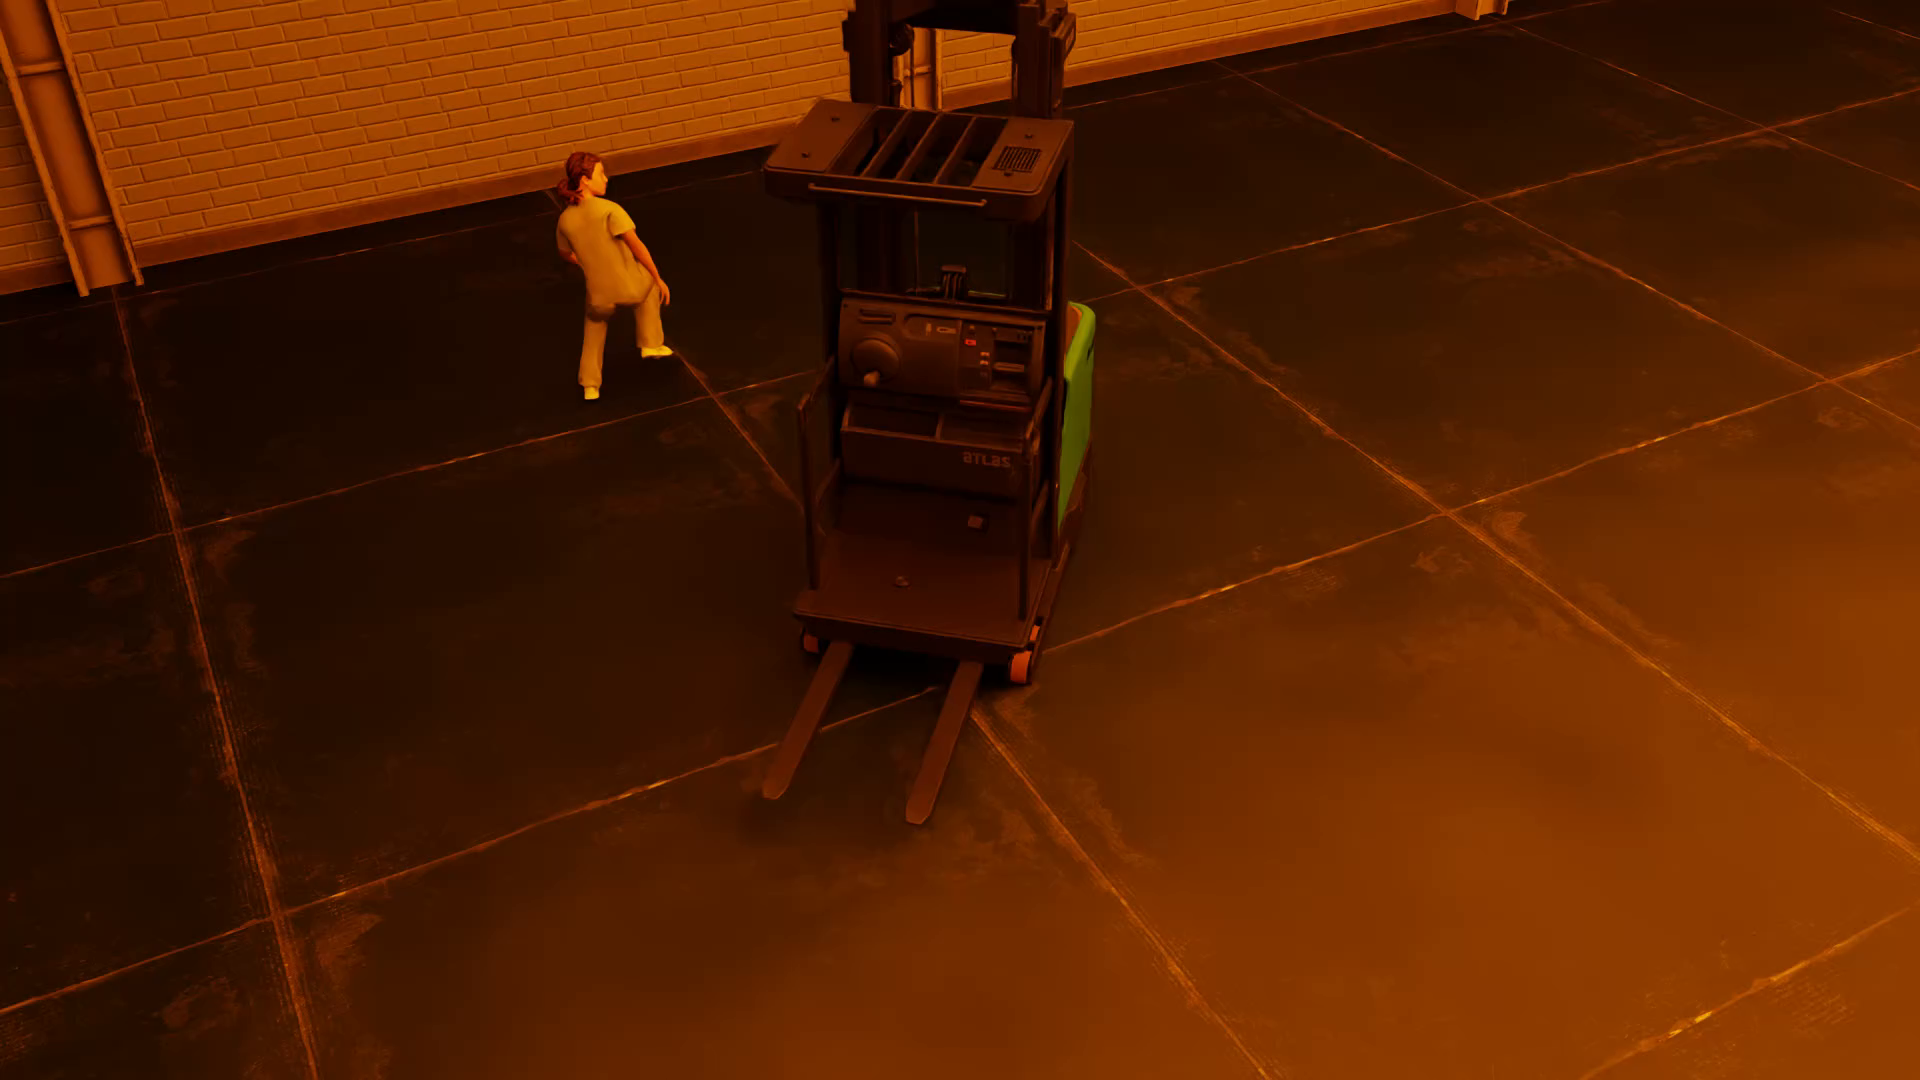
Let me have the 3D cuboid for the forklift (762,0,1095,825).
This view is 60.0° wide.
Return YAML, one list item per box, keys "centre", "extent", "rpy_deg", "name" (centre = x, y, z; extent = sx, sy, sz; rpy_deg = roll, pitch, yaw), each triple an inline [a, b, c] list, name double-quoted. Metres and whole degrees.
- centre: [-0.133, -0.768, 7.210]
  extent: [1.130, 2.935, 3.031]
  rpy_deg: [8, 36, 11]
  name: "forklift"

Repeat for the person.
- centre: [-1.971, -1.540, 9.615]
  extent: [0.674, 1.453, 0.642]
  rpy_deg: [1, 35, 1]
  name: "person"
